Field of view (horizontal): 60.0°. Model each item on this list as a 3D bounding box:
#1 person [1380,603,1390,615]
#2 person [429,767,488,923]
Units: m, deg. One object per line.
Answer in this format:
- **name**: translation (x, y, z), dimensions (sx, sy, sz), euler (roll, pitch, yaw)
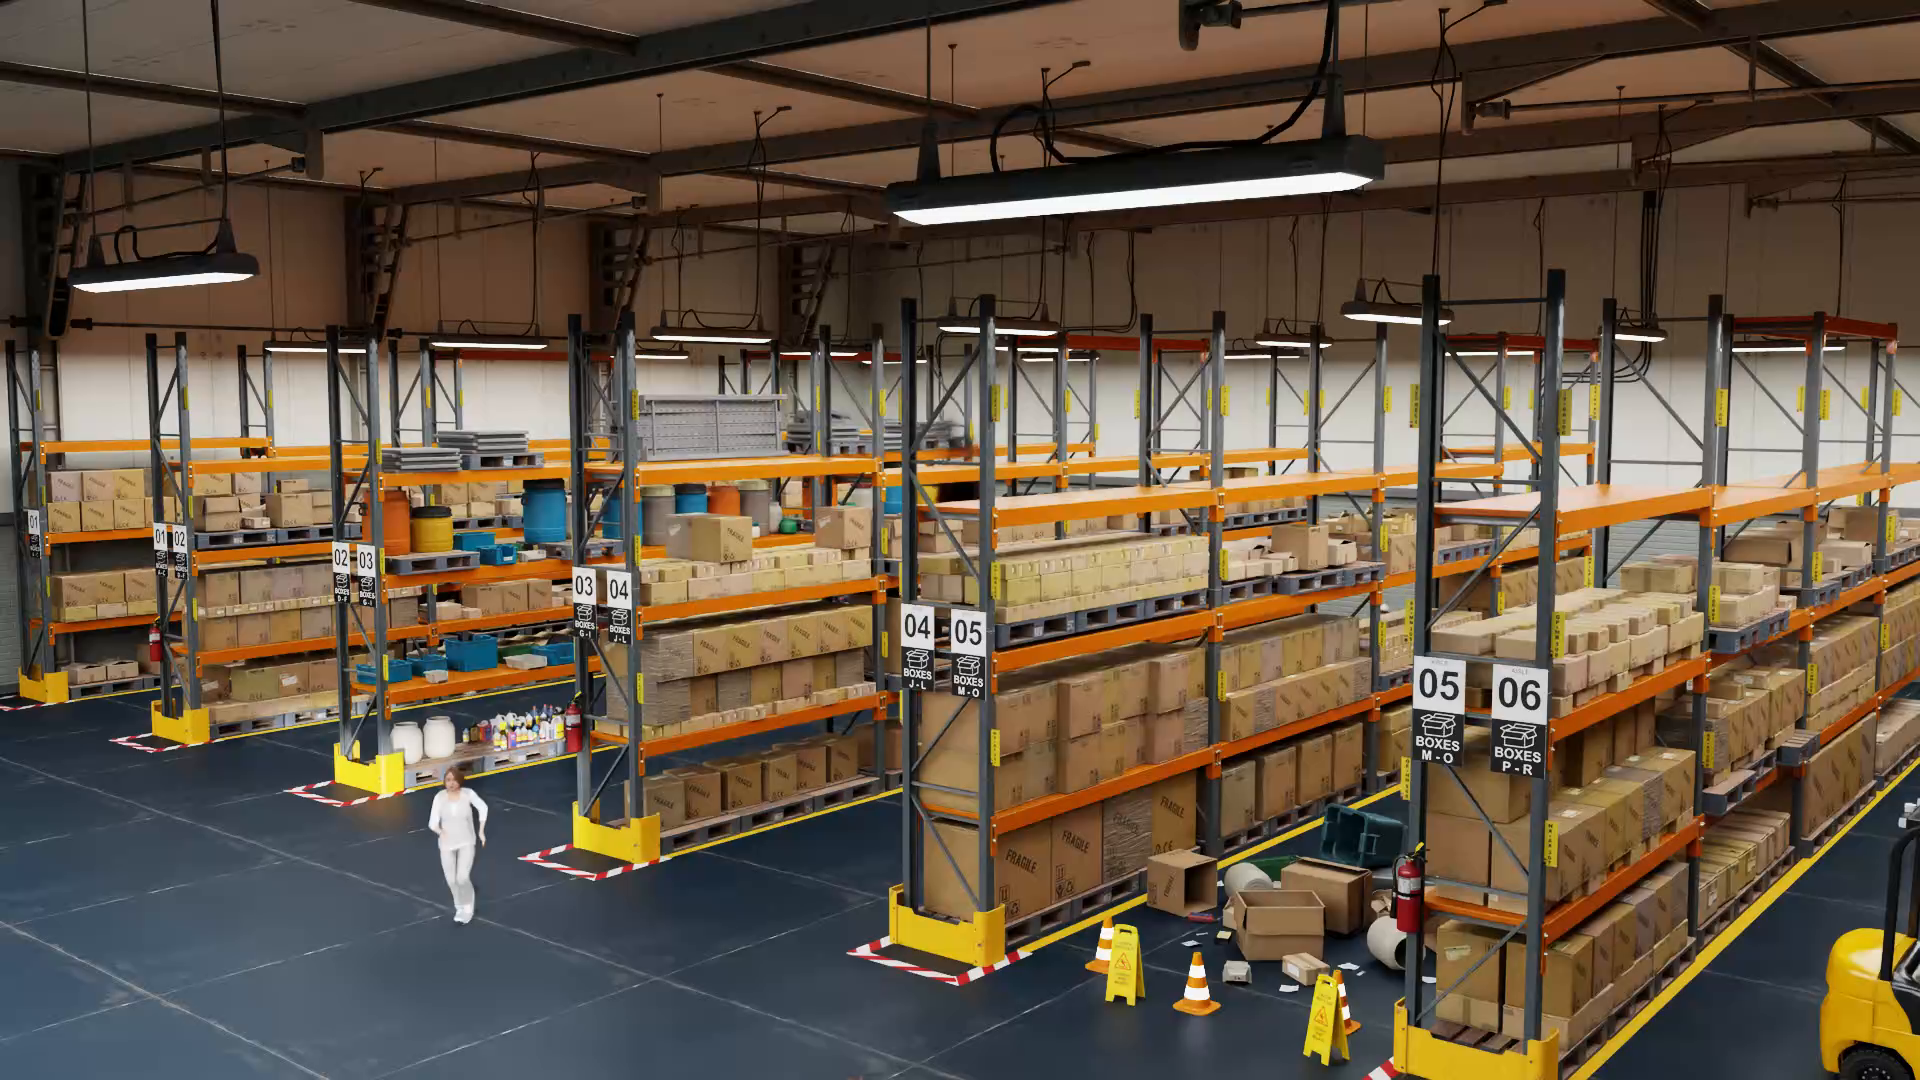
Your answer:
- **person**: translation (6.812, 1.891, 26.624), dimensions (0.711, 1.762, 0.858), euler (5, 7, 44)
- **person**: translation (-4.815, 2.939, 15.940), dimensions (0.508, 1.559, 0.694), euler (-1, 5, -6)
